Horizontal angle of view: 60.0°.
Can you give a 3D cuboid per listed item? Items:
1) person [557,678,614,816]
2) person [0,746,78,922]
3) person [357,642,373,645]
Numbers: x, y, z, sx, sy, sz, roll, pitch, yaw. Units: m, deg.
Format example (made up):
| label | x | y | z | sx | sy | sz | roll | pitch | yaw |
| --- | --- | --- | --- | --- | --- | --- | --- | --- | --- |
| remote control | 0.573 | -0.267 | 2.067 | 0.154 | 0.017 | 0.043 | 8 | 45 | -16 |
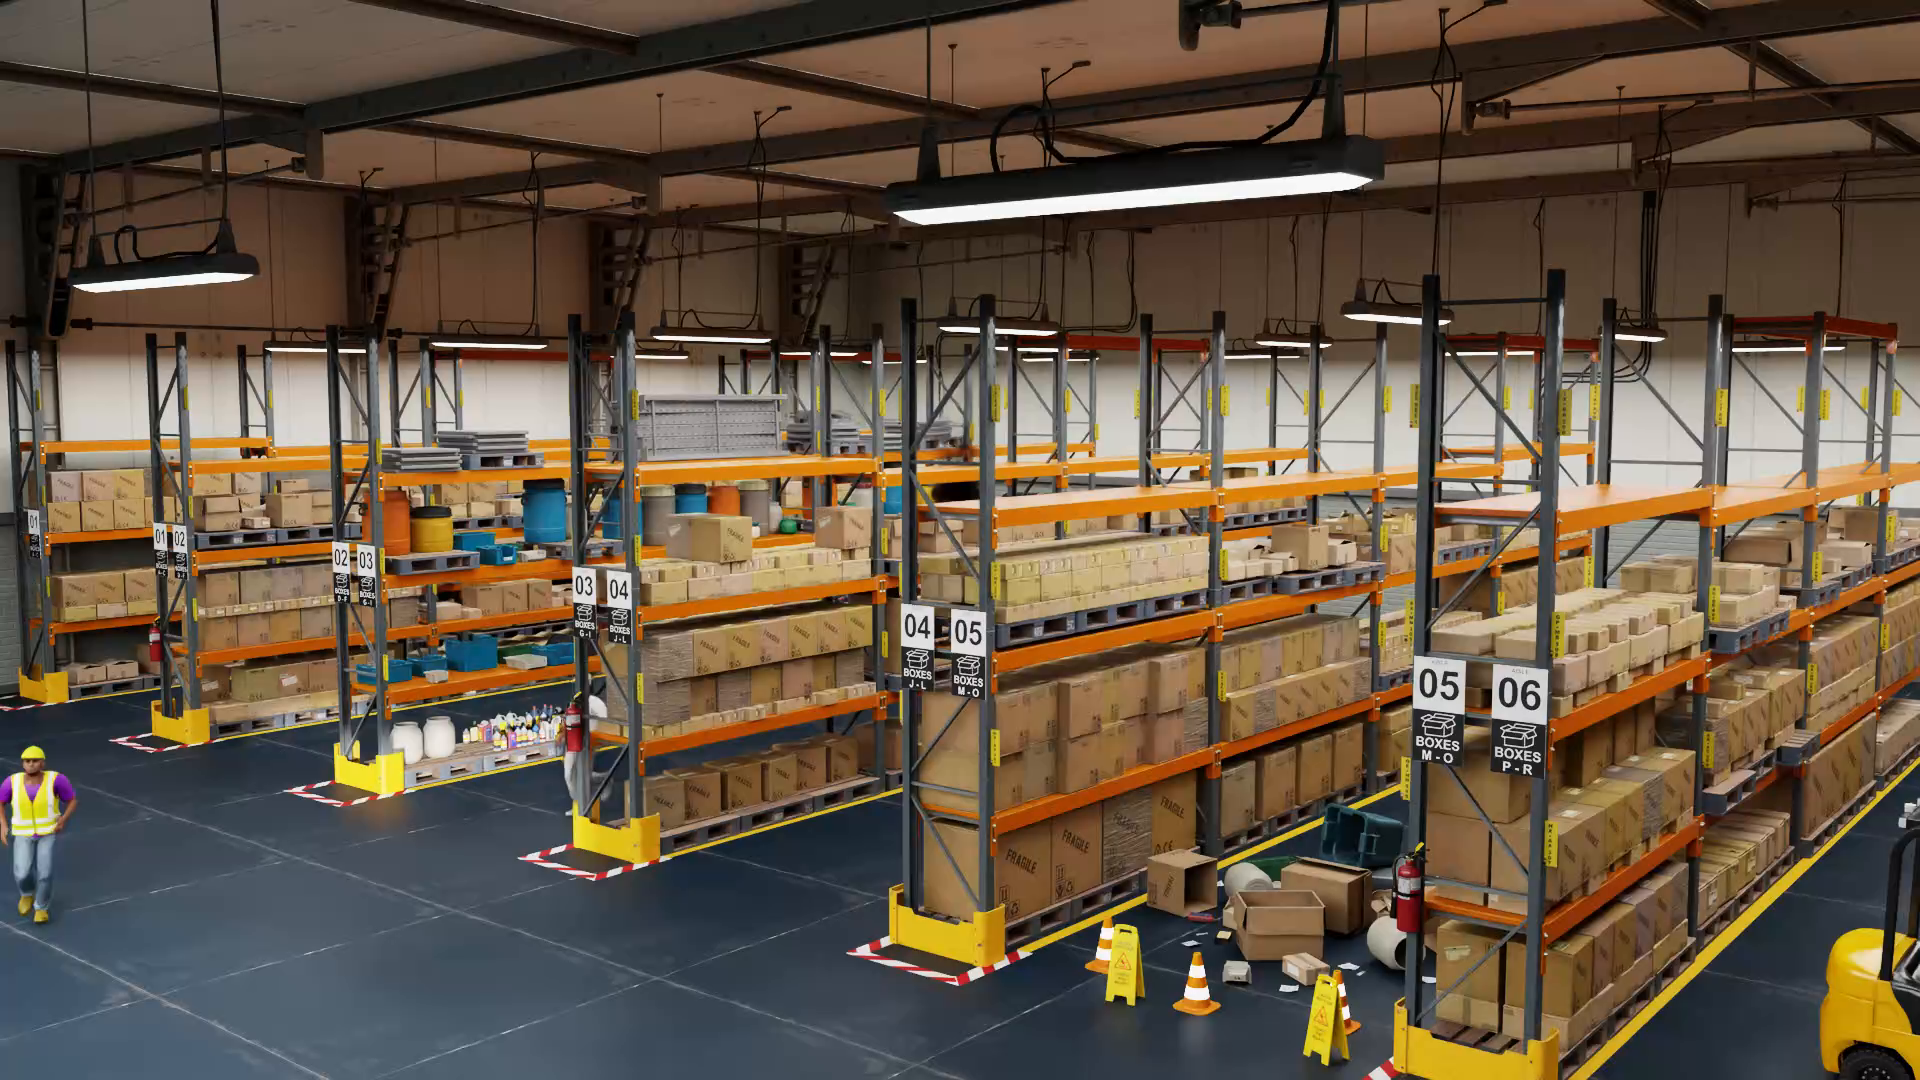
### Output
| label | x | y | z | sx | sy | sz | roll | pitch | yaw |
| --- | --- | --- | --- | --- | --- | --- | --- | --- | --- |
| person | -4.568 | 2.477 | 20.317 | 0.741 | 1.725 | 0.696 | 3 | 6 | 30 |
| person | -8.954 | 2.851 | 16.140 | 0.710 | 1.730 | 0.573 | -2 | 6 | -25 |
| person | -10.222 | 1.646 | 28.860 | 0.659 | 1.786 | 0.980 | 4 | 6 | 37 |
